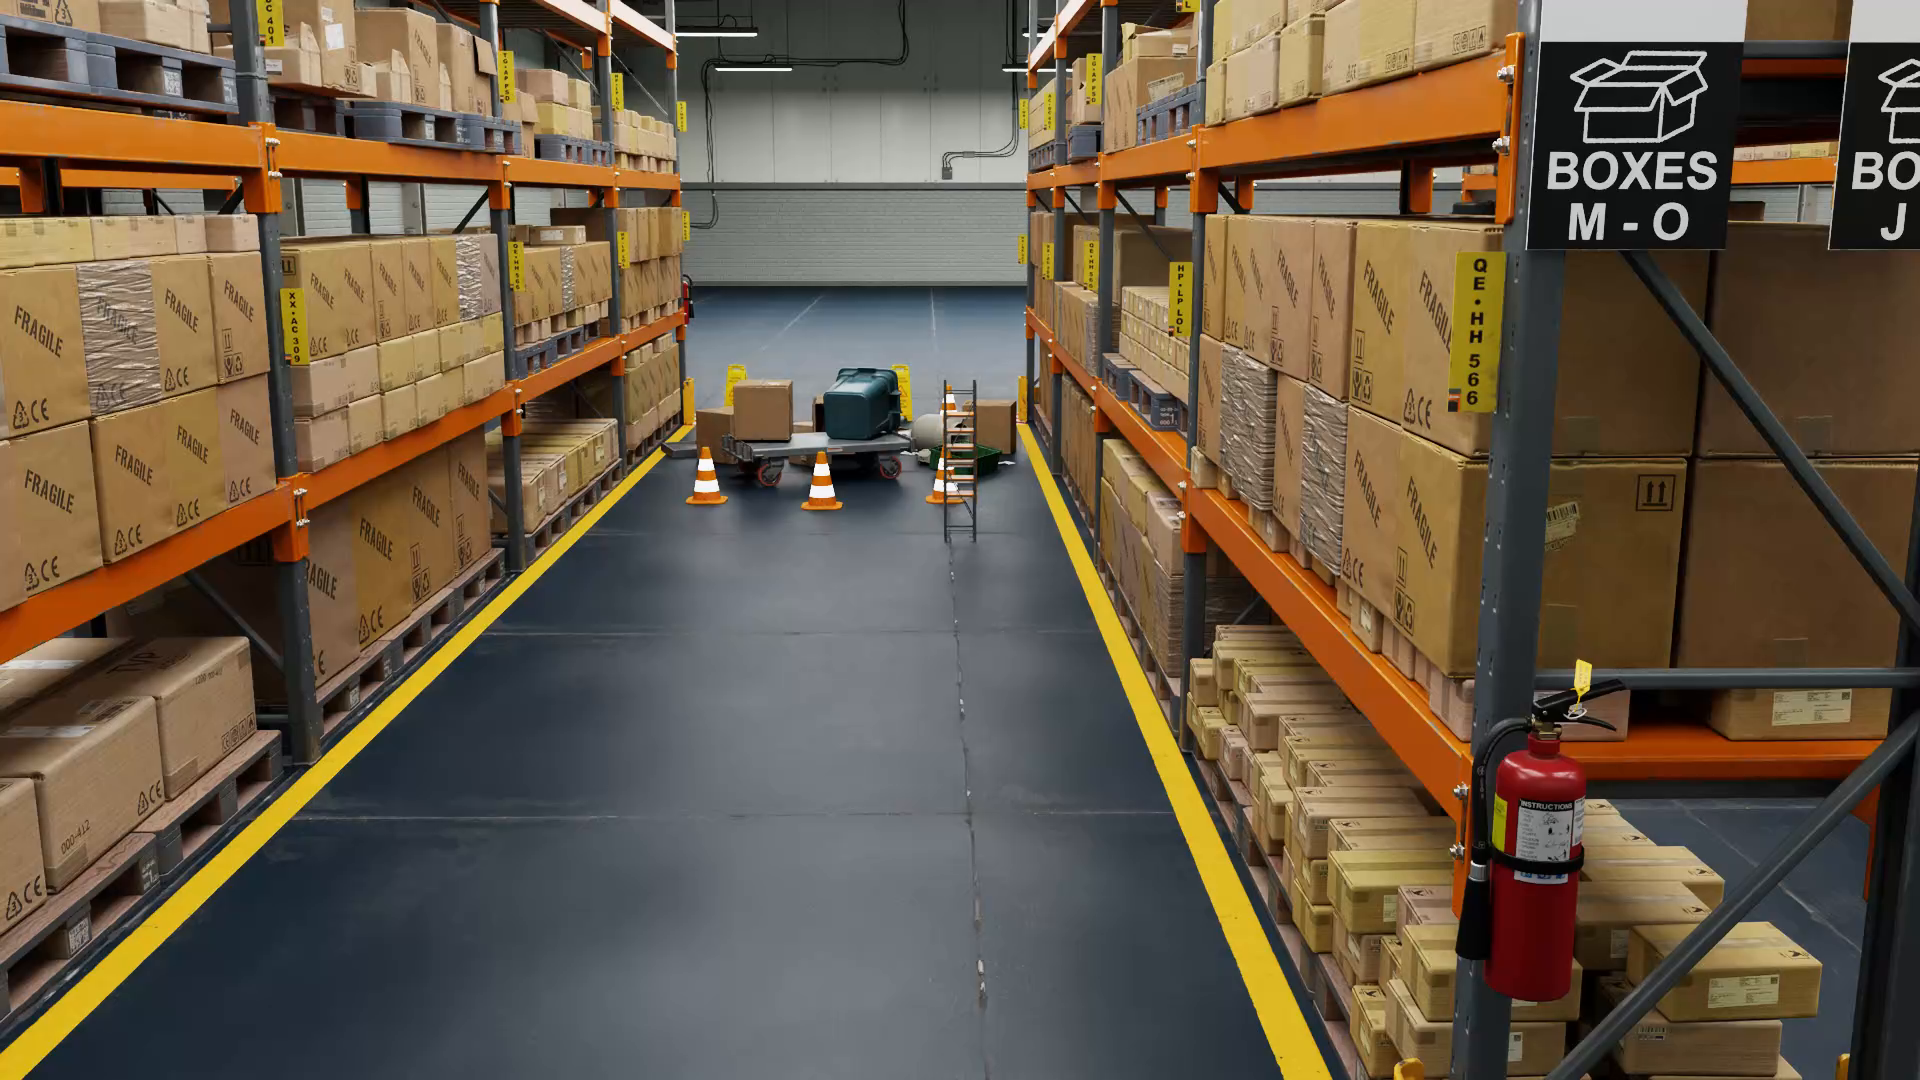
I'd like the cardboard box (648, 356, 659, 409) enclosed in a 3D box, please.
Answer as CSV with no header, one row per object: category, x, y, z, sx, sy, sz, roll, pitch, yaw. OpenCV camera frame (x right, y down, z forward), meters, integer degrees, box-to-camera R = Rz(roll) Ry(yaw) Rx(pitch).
cardboard box,-3.361,-1.597,16.860,0.500,0.500,0.500,0,11,2

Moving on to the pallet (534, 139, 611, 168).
pallet,-3.681,-3.298,14.200,1.213,0.211,1.003,0,11,-1

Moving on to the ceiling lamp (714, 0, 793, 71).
ceiling lamp,-5.311,-13.691,42.730,2.000,3.185,0.800,0,11,-1

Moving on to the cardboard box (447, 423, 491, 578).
cardboard box,-3.573,-0.275,10.659,0.875,0.875,0.875,0,11,-2

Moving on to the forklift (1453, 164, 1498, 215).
forklift,3.948,-1.252,11.358,1.130,2.935,3.031,1,12,5

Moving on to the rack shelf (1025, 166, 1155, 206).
rack shelf,1.318,-3.599,17.019,1.077,0.370,4.000,0,11,-1

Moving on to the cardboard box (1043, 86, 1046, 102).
cardboard box,1.012,-4.349,16.227,0.380,0.149,0.250,0,11,-1

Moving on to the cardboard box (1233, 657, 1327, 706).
cardboard box,1.326,0.581,6.770,0.380,0.149,0.250,0,11,-2

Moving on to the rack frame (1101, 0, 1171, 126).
rack frame,1.442,-4.229,10.770,1.000,3.000,0.127,0,11,-1

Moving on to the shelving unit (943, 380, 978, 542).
shelving unit,0.000,-0.591,12.454,0.258,1.200,0.189,0,11,-1

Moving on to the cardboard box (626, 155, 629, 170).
cardboard box,-3.379,-3.604,15.868,0.380,0.149,0.250,0,11,1

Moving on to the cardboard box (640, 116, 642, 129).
cardboard box,-3.382,-4.154,16.571,0.380,0.149,0.250,0,11,0

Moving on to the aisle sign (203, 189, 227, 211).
aisle sign,-8.340,-4.106,18.714,0.394,0.787,0.004,0,11,-1

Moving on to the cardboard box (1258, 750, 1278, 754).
cardboard box,1.333,0.832,6.279,0.380,0.149,0.250,0,11,1

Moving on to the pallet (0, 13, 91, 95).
pallet,-3.393,-1.475,4.965,1.003,0.211,1.213,0,11,-1

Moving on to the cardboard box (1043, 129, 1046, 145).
cardboard box,1.011,-3.959,16.307,0.380,0.149,0.250,0,11,0

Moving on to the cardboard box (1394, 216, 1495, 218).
cardboard box,1.818,-0.881,5.845,0.500,0.500,0.500,0,11,0

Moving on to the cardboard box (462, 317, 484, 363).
cardboard box,-3.226,-1.223,10.161,0.500,0.250,0.500,-1,11,-3

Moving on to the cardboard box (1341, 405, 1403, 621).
cardboard box,1.336,-0.084,4.429,0.500,0.500,0.500,0,11,-2

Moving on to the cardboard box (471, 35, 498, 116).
cardboard box,-3.346,-2.900,10.451,0.797,0.503,0.637,-1,12,-5

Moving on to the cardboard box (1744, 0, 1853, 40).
cardboard box,1.854,-1.185,3.690,0.500,0.250,0.500,0,11,1

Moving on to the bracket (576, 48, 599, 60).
bracket,-9.722,-12.750,43.718,0.076,0.066,4.783,0,11,-1

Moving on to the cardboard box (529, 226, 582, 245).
cardboard box,-3.295,-2.480,13.550,0.380,0.149,0.250,-1,11,-4

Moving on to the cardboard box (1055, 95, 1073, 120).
cardboard box,1.093,-3.978,15.399,0.500,0.250,0.500,0,11,-2

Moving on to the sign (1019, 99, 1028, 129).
sign,0.722,-4.815,18.807,0.100,0.325,0.005,0,11,-1

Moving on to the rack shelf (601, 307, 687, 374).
rack shelf,-3.628,-2.088,17.118,1.077,0.370,4.000,0,11,-1

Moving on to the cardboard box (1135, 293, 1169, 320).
cardboard box,1.272,-1.415,10.071,0.380,0.149,0.250,-1,11,-4

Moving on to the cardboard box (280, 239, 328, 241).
cardboard box,-3.717,-1.386,9.082,0.500,0.500,0.500,0,11,0

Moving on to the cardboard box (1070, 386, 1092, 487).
cardboard box,1.479,-0.872,13.916,1.050,0.750,0.750,0,11,-1

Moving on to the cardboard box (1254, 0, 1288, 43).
cardboard box,1.297,-1.839,5.657,0.500,0.250,0.500,0,11,0

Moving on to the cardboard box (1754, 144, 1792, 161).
cardboard box,6.125,-2.878,12.032,0.500,0.250,0.500,0,11,-1

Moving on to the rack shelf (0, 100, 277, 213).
rack shelf,-3.381,-1.173,5.062,1.077,0.370,4.000,0,11,-1

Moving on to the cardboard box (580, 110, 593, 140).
cardboard box,-3.430,-3.530,14.192,0.500,0.250,0.500,0,11,-2

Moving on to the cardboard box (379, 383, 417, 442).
cardboard box,-3.174,-0.673,8.709,0.500,0.250,0.500,0,11,-2

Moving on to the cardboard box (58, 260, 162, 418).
cardboard box,-3.114,-0.697,5.686,0.500,0.500,0.500,0,11,0

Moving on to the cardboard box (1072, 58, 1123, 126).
cardboard box,1.126,-3.407,12.705,0.500,0.500,0.500,0,11,-1

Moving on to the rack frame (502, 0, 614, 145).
rack frame,-3.587,-4.983,14.490,1.000,3.000,0.127,0,11,-1

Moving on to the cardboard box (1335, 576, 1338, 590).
cardboard box,1.380,0.105,5.131,0.380,0.149,0.250,-1,11,-4

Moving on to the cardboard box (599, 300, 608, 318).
cardboard box,-3.301,-2.025,14.572,0.380,0.149,0.250,0,11,0

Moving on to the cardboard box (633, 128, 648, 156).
cardboard box,-3.340,-3.876,16.207,0.500,0.250,0.500,0,11,-1

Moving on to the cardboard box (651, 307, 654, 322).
cardboard box,-3.323,-2.288,16.927,0.380,0.149,0.250,0,11,-1

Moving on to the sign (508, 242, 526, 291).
sign,-2.950,-1.819,11.067,0.100,0.325,0.005,0,11,-1

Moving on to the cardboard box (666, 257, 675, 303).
cardboard box,-3.377,-2.827,17.950,0.500,0.500,0.500,0,11,-1

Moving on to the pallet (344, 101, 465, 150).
pallet,-3.412,-2.276,9.163,1.003,0.211,1.213,0,11,1

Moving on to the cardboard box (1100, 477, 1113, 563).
cardboard box,1.202,-0.128,10.875,0.500,0.500,0.500,-1,11,-4

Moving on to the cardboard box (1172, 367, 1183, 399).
cardboard box,1.305,-0.805,8.560,0.380,0.149,0.250,-1,11,-4

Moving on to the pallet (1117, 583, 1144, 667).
pallet,1.479,0.475,9.686,1.003,0.211,1.213,0,11,-1

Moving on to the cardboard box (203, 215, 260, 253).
cardboard box,-3.097,-1.250,6.779,0.380,0.149,0.250,0,11,-2

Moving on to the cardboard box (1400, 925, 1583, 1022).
cardboard box,1.343,1.097,4.224,0.380,0.149,0.250,0,11,0

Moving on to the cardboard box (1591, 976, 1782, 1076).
cardboard box,1.854,1.242,4.259,0.380,0.149,0.250,0,11,1

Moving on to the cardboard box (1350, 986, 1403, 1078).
cardboard box,1.282,1.338,4.531,0.380,0.149,0.250,0,11,1

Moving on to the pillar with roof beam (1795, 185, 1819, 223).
pillar with roof beam,17.174,-10.498,41.672,9.100,9.000,0.548,0,11,-1

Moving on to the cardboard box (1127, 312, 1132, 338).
cardboard box,1.259,-1.366,10.577,0.380,0.149,0.250,0,11,2

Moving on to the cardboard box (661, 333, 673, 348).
cardboard box,-3.318,-2.151,17.961,0.380,0.149,0.250,0,11,0

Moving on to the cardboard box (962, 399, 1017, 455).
cardboard box,0.302,-1.164,17.035,0.500,0.500,0.500,2,12,9
